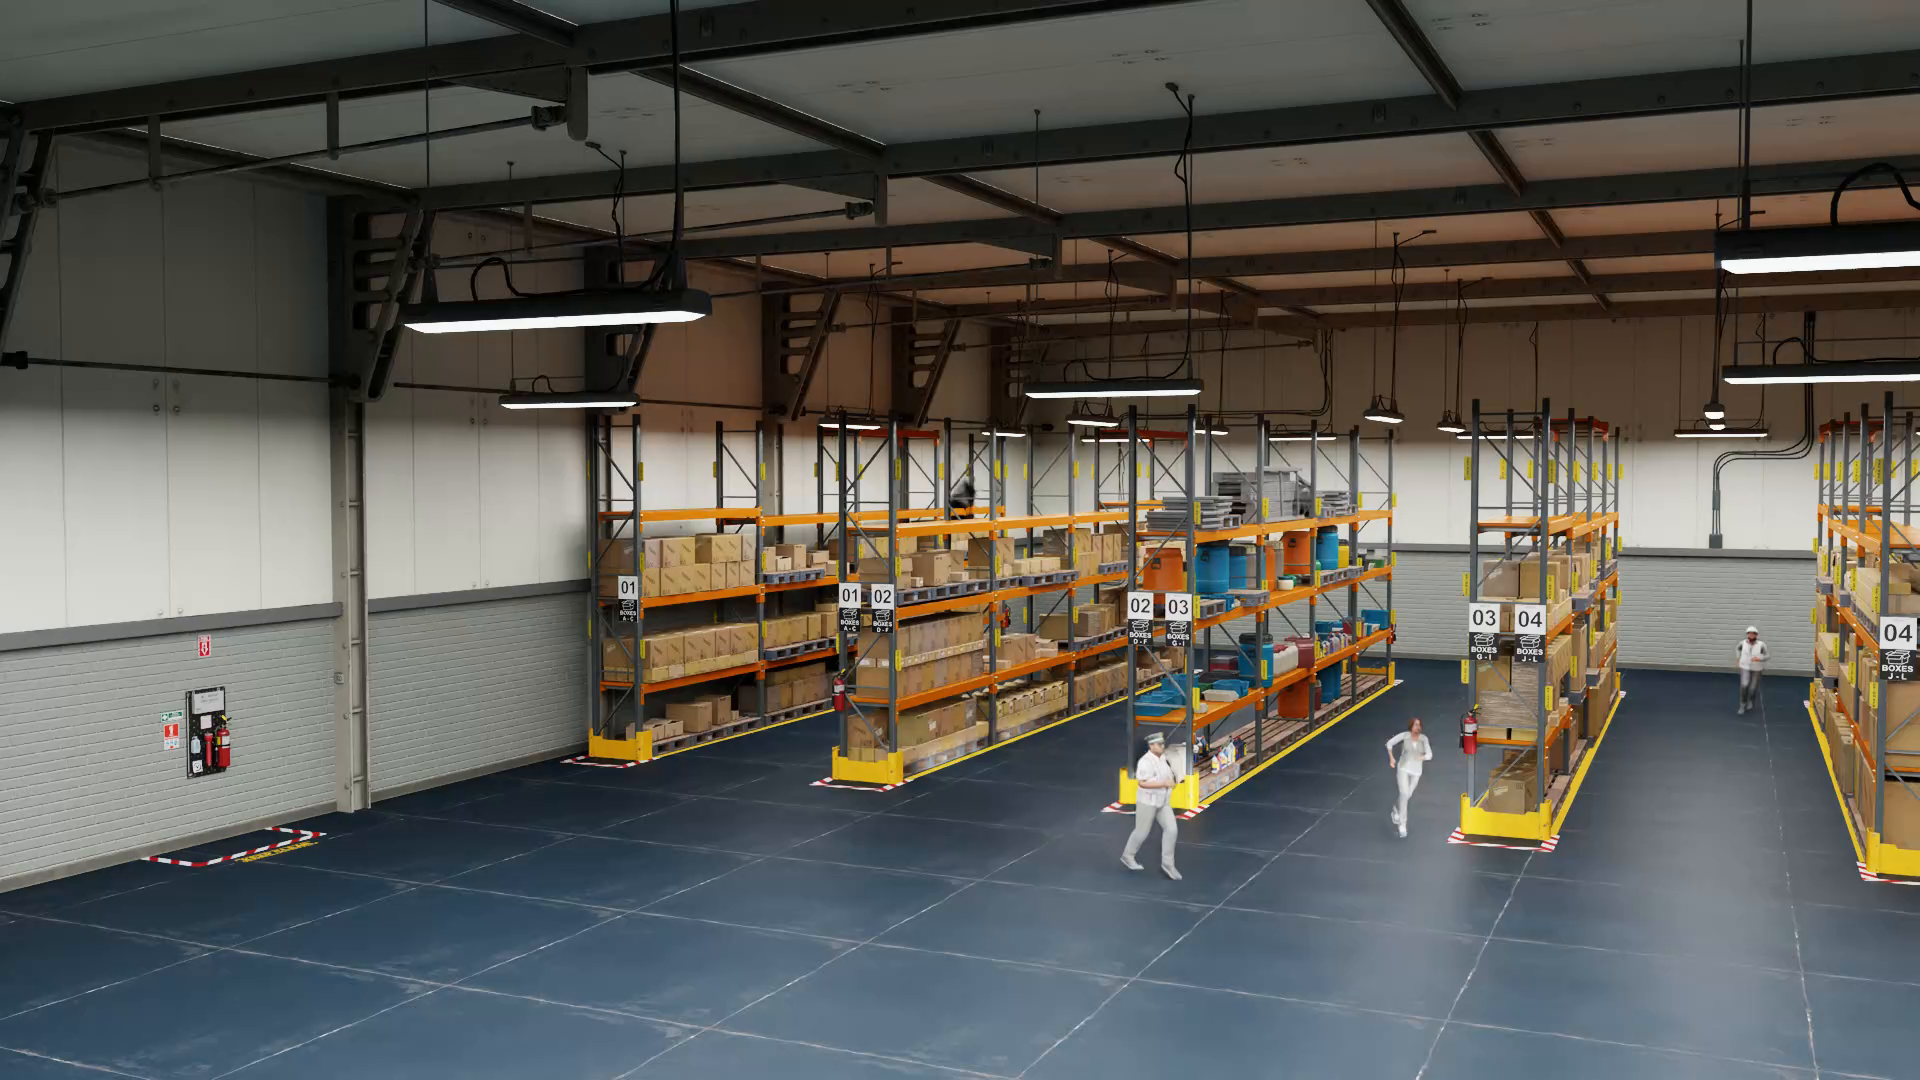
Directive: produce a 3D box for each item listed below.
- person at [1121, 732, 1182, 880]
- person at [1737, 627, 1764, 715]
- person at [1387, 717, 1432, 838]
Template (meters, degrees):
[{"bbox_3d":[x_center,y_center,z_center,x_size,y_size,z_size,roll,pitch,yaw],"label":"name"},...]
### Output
[{"bbox_3d":[2.384,3.276,20.570,0.603,1.829,0.866,-2,3,-42],"label":"person"},{"bbox_3d":[16.389,2.702,34.498,0.514,1.824,0.792,1,3,27],"label":"person"},{"bbox_3d":[6.266,3.263,23.137,0.559,1.594,0.824,0,2,-5],"label":"person"}]
